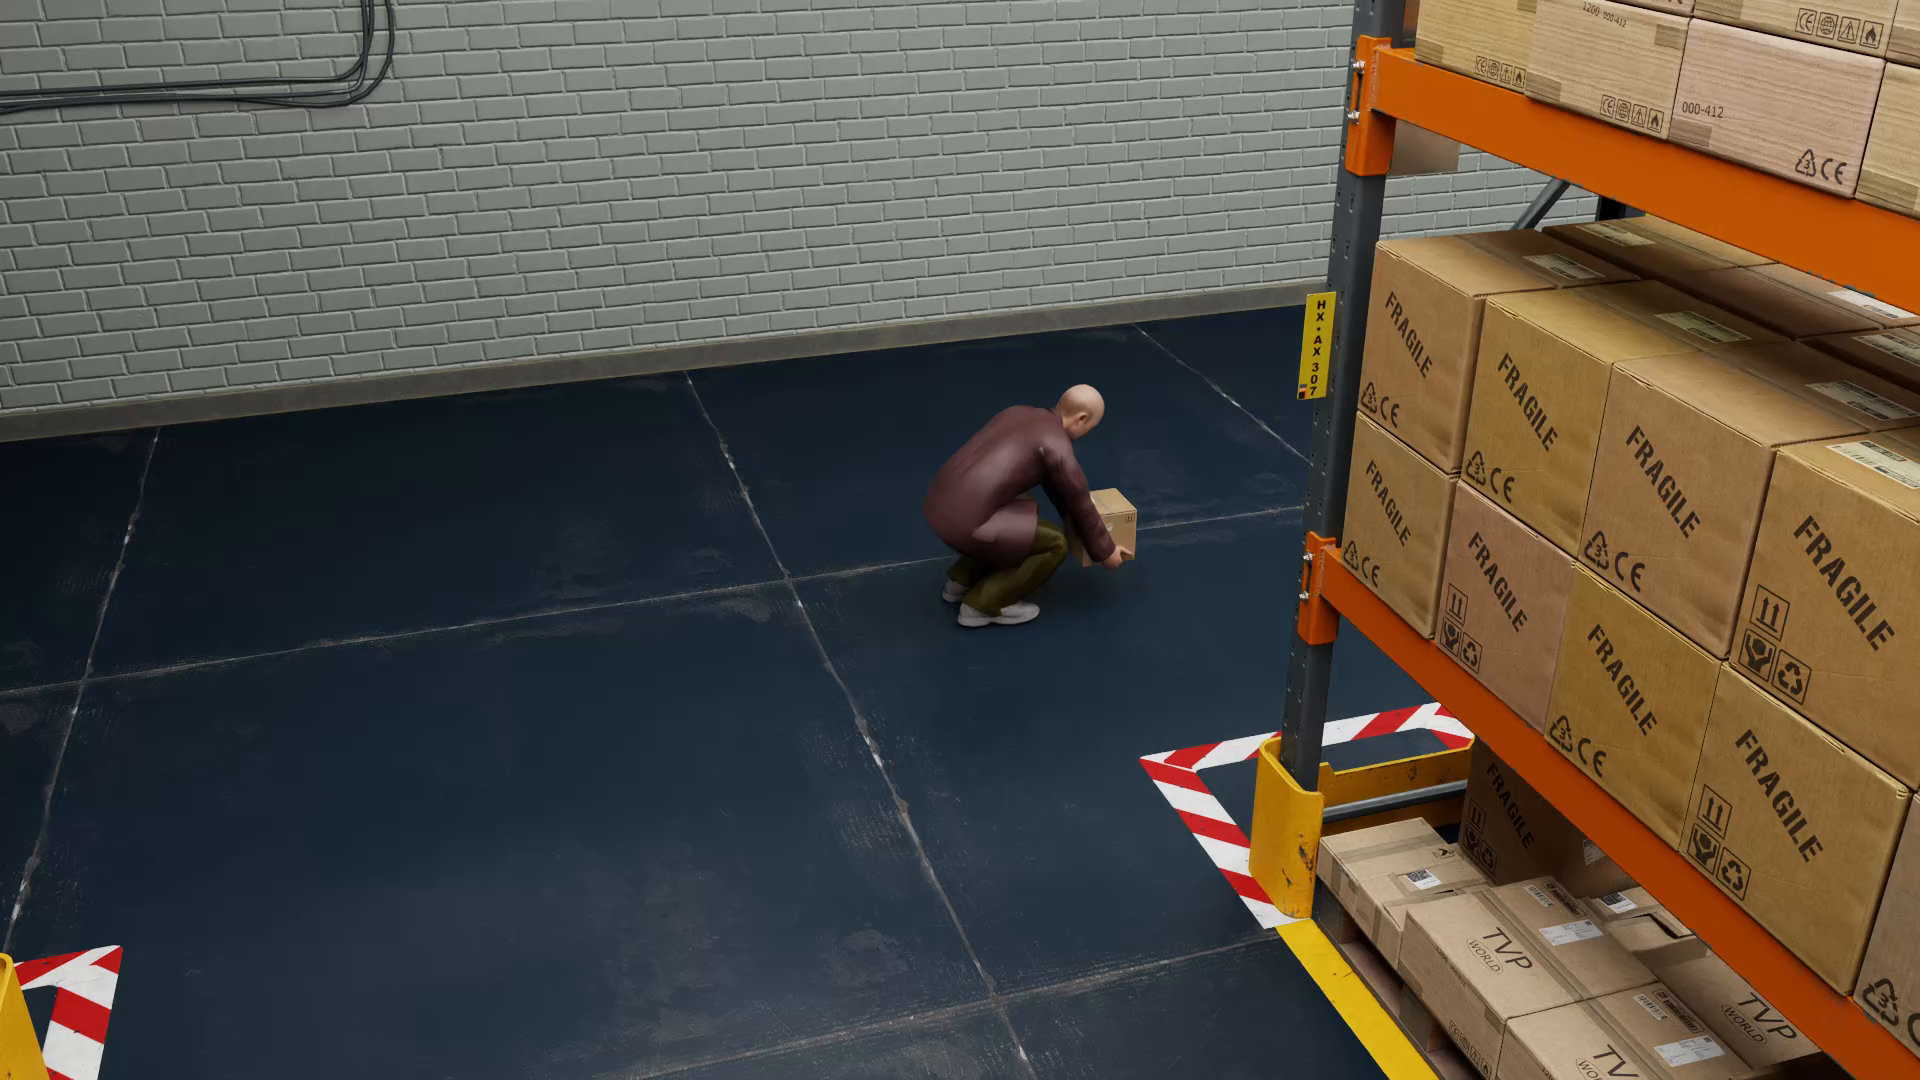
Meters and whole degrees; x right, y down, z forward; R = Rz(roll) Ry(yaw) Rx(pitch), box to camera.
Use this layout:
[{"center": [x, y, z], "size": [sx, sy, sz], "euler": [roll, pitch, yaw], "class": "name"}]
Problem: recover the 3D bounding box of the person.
[{"center": [0.287, -0.156, 7.367], "size": [0.940, 0.979, 0.577], "euler": [-9, 27, -17], "class": "person"}]
